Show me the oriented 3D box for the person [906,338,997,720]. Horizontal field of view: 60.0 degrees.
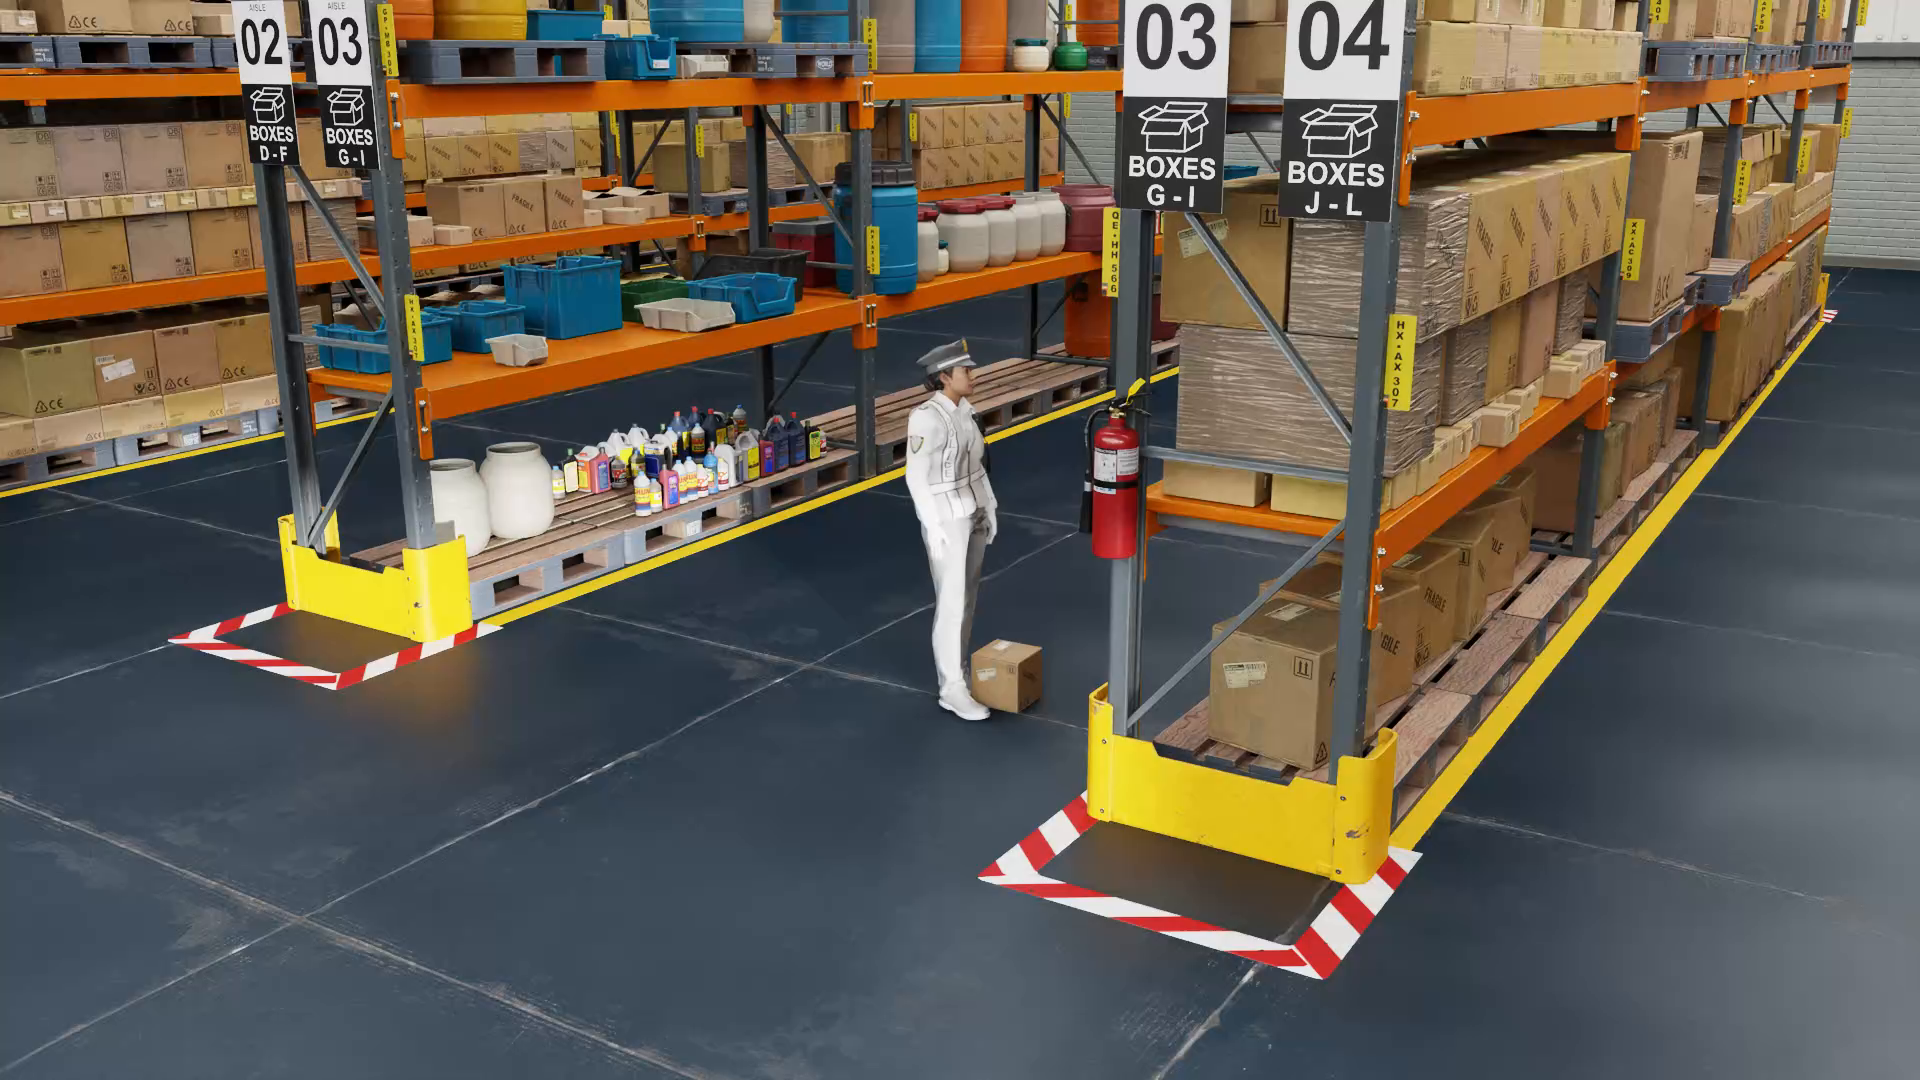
[{"bbox_3d":[0.031,-0.083,7.726,0.530,1.694,0.586,10,19,30],"label":"person"}]
